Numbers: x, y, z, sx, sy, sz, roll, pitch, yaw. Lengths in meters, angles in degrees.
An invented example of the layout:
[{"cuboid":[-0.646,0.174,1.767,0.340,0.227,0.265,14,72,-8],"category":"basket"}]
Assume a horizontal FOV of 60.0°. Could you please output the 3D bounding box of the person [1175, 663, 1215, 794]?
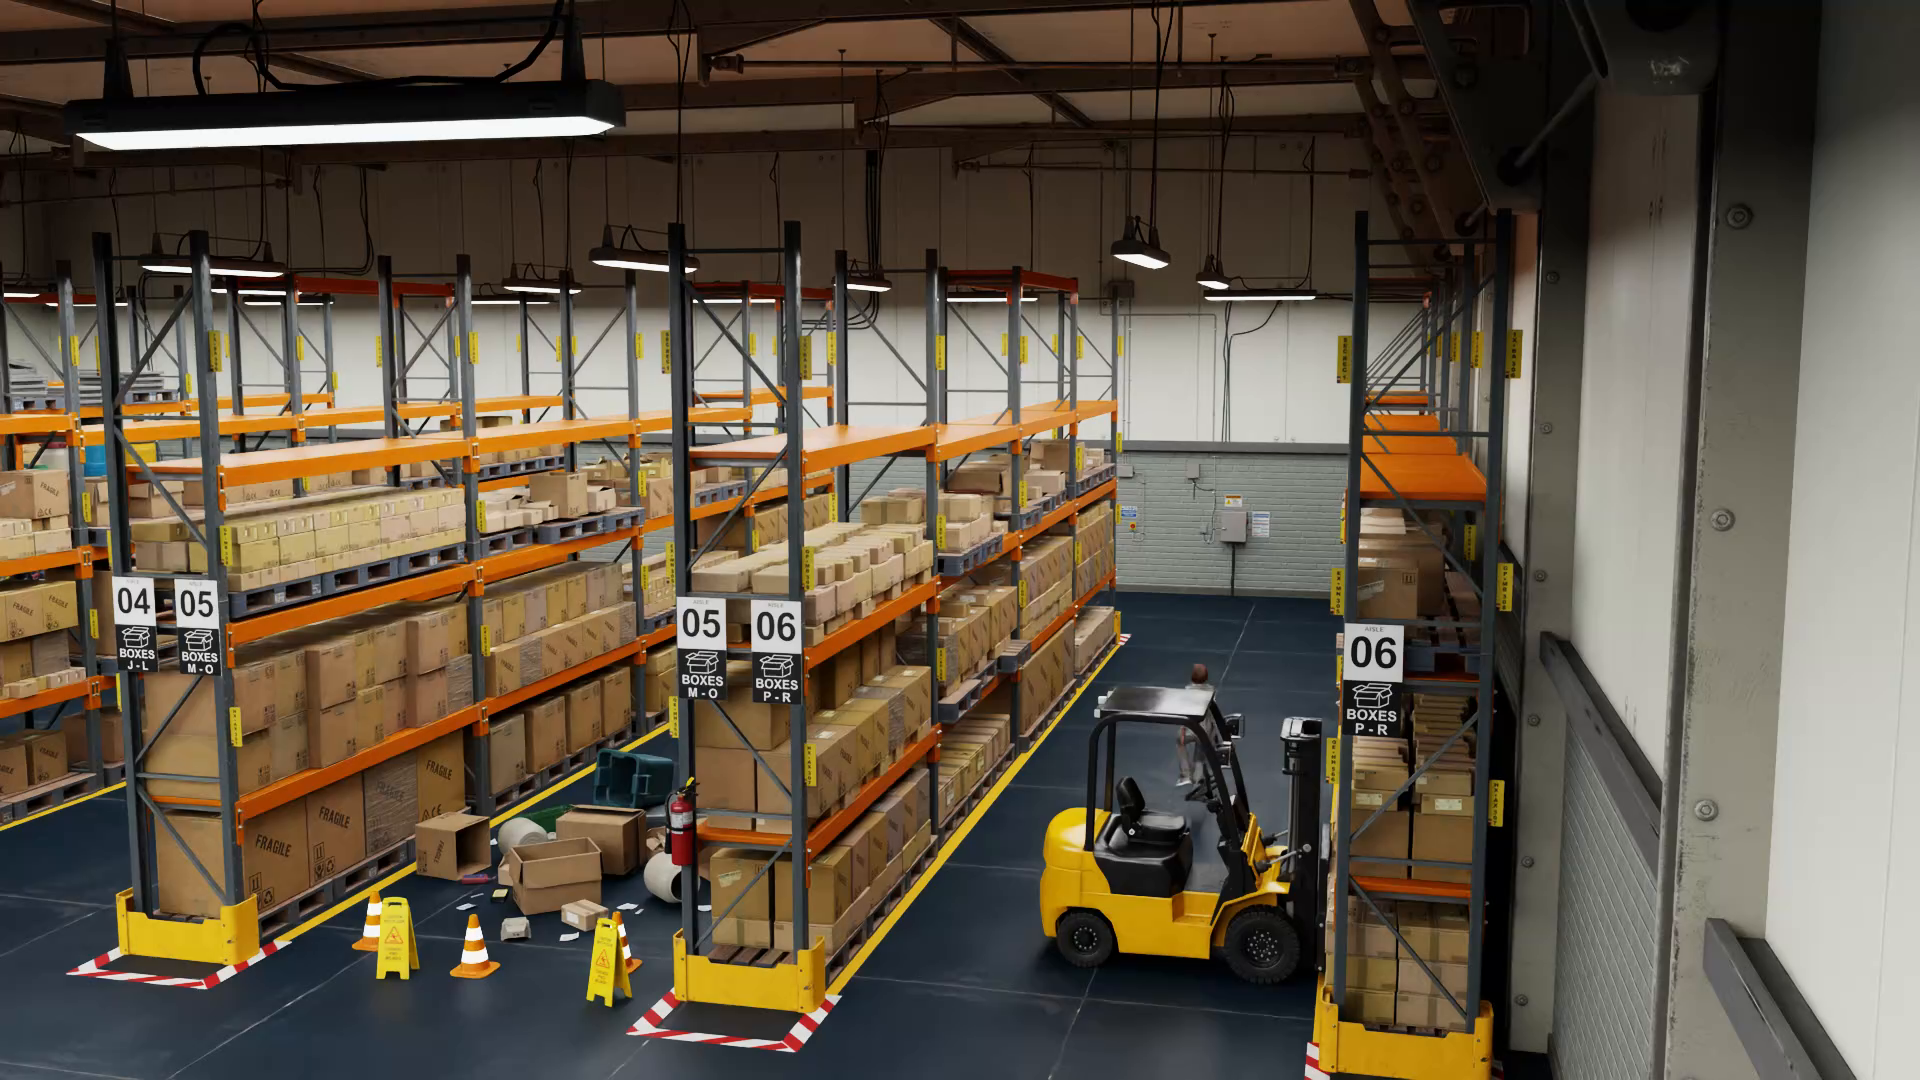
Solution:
[{"cuboid":[2.568,2.031,17.981,0.429,1.415,0.686,0,7,1],"category":"person"}]
